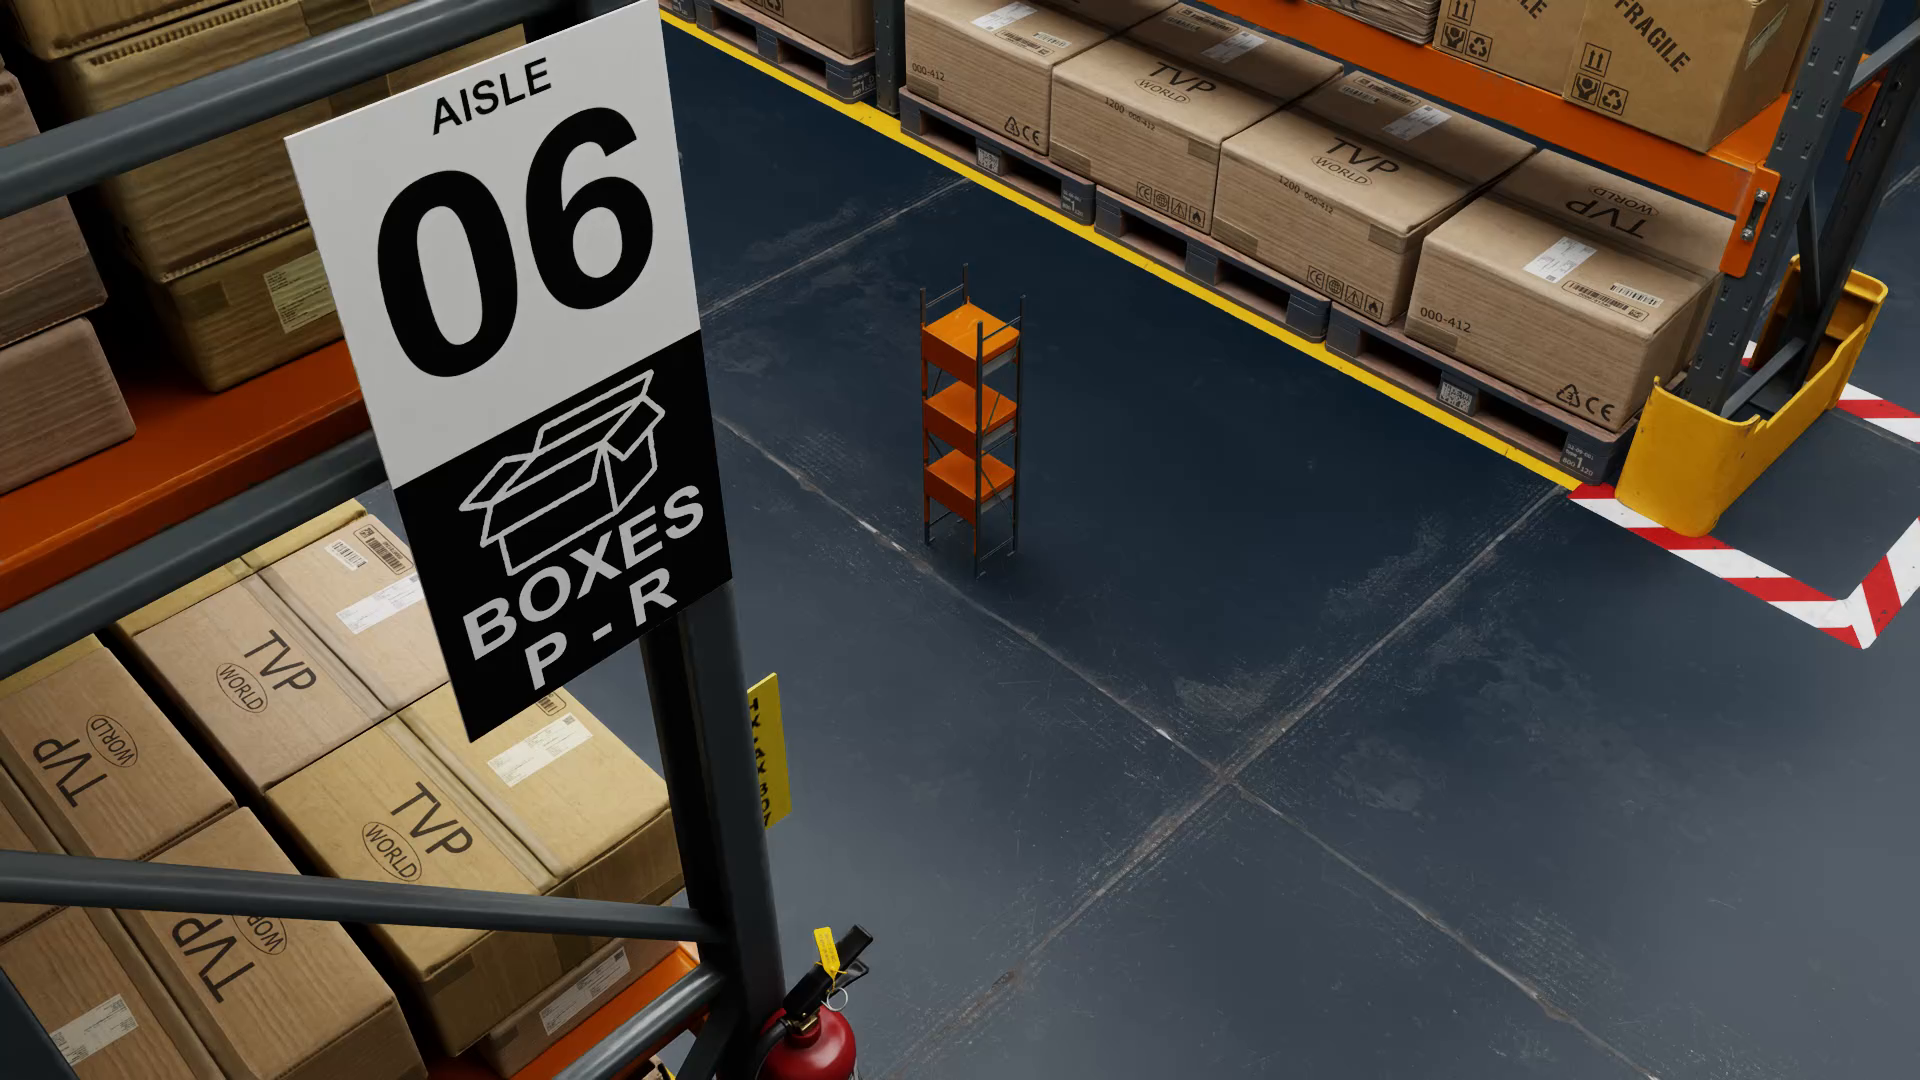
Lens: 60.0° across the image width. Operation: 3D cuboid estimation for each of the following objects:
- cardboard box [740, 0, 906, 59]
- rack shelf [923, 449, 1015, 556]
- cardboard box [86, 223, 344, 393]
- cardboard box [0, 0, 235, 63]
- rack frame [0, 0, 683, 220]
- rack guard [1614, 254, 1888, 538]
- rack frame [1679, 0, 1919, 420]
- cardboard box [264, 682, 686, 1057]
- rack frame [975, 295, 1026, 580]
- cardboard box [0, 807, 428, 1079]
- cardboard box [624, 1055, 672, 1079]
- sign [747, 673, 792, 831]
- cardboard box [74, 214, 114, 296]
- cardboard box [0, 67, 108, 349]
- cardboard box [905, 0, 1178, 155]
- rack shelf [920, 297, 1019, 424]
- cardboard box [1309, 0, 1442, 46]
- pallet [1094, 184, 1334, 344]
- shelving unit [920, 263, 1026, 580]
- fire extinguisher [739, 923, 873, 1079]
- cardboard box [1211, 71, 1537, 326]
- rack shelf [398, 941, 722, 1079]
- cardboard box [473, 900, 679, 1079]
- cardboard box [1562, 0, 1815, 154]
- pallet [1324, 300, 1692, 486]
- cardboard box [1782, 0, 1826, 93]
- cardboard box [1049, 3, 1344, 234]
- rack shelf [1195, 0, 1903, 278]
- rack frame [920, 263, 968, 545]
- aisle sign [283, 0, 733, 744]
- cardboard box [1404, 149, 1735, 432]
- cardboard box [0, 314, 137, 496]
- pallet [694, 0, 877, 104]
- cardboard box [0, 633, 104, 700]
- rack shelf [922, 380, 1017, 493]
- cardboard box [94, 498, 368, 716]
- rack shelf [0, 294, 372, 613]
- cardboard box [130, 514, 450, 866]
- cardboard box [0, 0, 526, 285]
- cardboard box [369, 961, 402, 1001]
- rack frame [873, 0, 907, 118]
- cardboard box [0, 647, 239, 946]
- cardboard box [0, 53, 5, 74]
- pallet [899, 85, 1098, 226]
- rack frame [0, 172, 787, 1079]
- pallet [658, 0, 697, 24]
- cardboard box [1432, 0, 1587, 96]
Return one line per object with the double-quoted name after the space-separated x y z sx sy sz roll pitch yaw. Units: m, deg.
-0.498 -3.019 8.064 0.875 0.875 0.875 -32 52 -30 "cardboard box"
0.038 -0.148 5.562 0.215 0.259 0.240 -34 53 -31 "rack shelf"
-0.751 -0.357 1.901 0.380 0.149 0.250 -33 52 -30 "cardboard box"
-0.826 -0.756 1.671 0.500 0.250 0.500 34 52 31 "cardboard box"
-0.691 -1.287 0.512 1.000 3.000 0.127 -34 53 -31 "rack frame"
2.838 -0.534 5.960 1.175 0.500 0.348 -34 53 -31 "rack guard"
2.821 -1.464 5.124 1.000 3.000 0.127 -34 53 -31 "rack frame"
-0.821 0.515 2.873 0.500 0.250 0.500 -34 52 -31 "cardboard box"
0.124 -0.301 5.302 0.200 1.050 0.008 -34 53 -31 "rack frame"
-1.204 0.769 2.599 0.500 0.250 0.500 -33 52 -30 "cardboard box"
-1.056 1.340 3.620 0.637 0.503 0.797 32 52 30 "cardboard box"
-0.307 0.339 2.535 0.100 0.325 0.005 -34 53 -31 "sign"
-0.955 -0.471 2.024 0.380 0.149 0.250 -33 52 -31 "cardboard box"
-1.198 -0.322 1.570 0.500 0.250 0.500 33 52 31 "cardboard box"
0.363 -2.246 7.549 0.875 0.438 0.875 33 52 31 "cardboard box"
0.038 -0.561 5.180 0.215 0.259 0.240 -34 53 -31 "rack shelf"
1.579 -2.096 5.735 0.500 0.500 0.500 -33 52 -30 "cardboard box"
1.343 -1.373 7.080 1.003 0.211 1.213 -34 53 -31 "pallet"
0.038 -0.360 5.366 0.215 1.050 0.252 -34 53 -31 "shelving unit"
-0.260 0.931 2.864 0.296 0.674 0.183 -34 53 -31 "fire extinguisher"
1.632 -1.382 6.614 0.875 0.438 0.875 -33 52 -30 "cardboard box"
-2.103 0.220 3.832 1.077 0.370 4.000 -34 53 -31 "rack shelf"
-0.729 0.720 2.946 0.250 0.149 0.380 34 52 31 "cardboard box"
2.293 -1.606 5.204 0.500 0.500 0.500 -34 52 -31 "cardboard box"
2.201 -0.786 6.446 1.003 0.211 1.213 -34 53 -31 "pallet"
2.685 -1.869 5.489 0.500 0.500 0.500 34 52 31 "cardboard box"
0.996 -1.816 7.084 0.875 0.438 0.875 33 52 30 "cardboard box"
1.408 -2.161 6.408 1.077 0.370 4.000 -34 53 -31 "rack shelf"
-0.048 -0.419 5.429 0.200 1.050 0.008 -34 53 -31 "rack frame"
-0.435 -0.146 1.782 0.394 0.787 0.004 -34 53 -31 "aisle sign"
2.284 -0.946 6.142 0.875 0.438 0.875 32 52 30 "cardboard box"
-1.081 -0.136 1.661 0.380 0.149 0.250 -33 52 -30 "cardboard box"
-0.602 -2.696 8.513 1.003 0.211 1.213 -34 53 -31 "pallet"
-1.913 0.280 3.128 0.500 0.250 0.500 -32 52 -30 "cardboard box"
0.038 -0.352 5.373 0.215 0.259 0.240 -34 53 -31 "rack shelf"
-1.537 0.031 3.397 0.500 0.250 0.500 33 52 31 "cardboard box"
-2.103 -0.882 2.814 1.077 0.370 4.000 -34 53 -31 "rack shelf"
-1.177 0.273 3.135 0.500 0.250 0.500 -34 52 -31 "cardboard box"
-0.811 -0.583 1.852 0.500 0.250 0.500 34 52 31 "cardboard box"
-0.941 0.620 3.054 0.380 0.149 0.250 -33 52 -30 "cardboard box"
-0.004 -3.386 7.204 1.000 3.000 0.127 -34 53 -31 "rack frame"
-1.567 0.520 2.868 0.500 0.250 0.500 -34 52 -31 "cardboard box"
-1.202 -0.502 1.396 0.500 0.250 0.500 33 52 30 "cardboard box"
0.478 -1.959 7.714 1.003 0.211 1.213 -34 53 -31 "pallet"
-0.691 0.917 2.548 1.000 3.000 0.127 -34 53 -31 "rack frame"
-1.468 -3.283 9.147 1.003 0.211 1.213 -34 53 -31 "pallet"
1.949 -1.854 5.472 0.500 0.500 0.500 33 52 31 "cardboard box"
